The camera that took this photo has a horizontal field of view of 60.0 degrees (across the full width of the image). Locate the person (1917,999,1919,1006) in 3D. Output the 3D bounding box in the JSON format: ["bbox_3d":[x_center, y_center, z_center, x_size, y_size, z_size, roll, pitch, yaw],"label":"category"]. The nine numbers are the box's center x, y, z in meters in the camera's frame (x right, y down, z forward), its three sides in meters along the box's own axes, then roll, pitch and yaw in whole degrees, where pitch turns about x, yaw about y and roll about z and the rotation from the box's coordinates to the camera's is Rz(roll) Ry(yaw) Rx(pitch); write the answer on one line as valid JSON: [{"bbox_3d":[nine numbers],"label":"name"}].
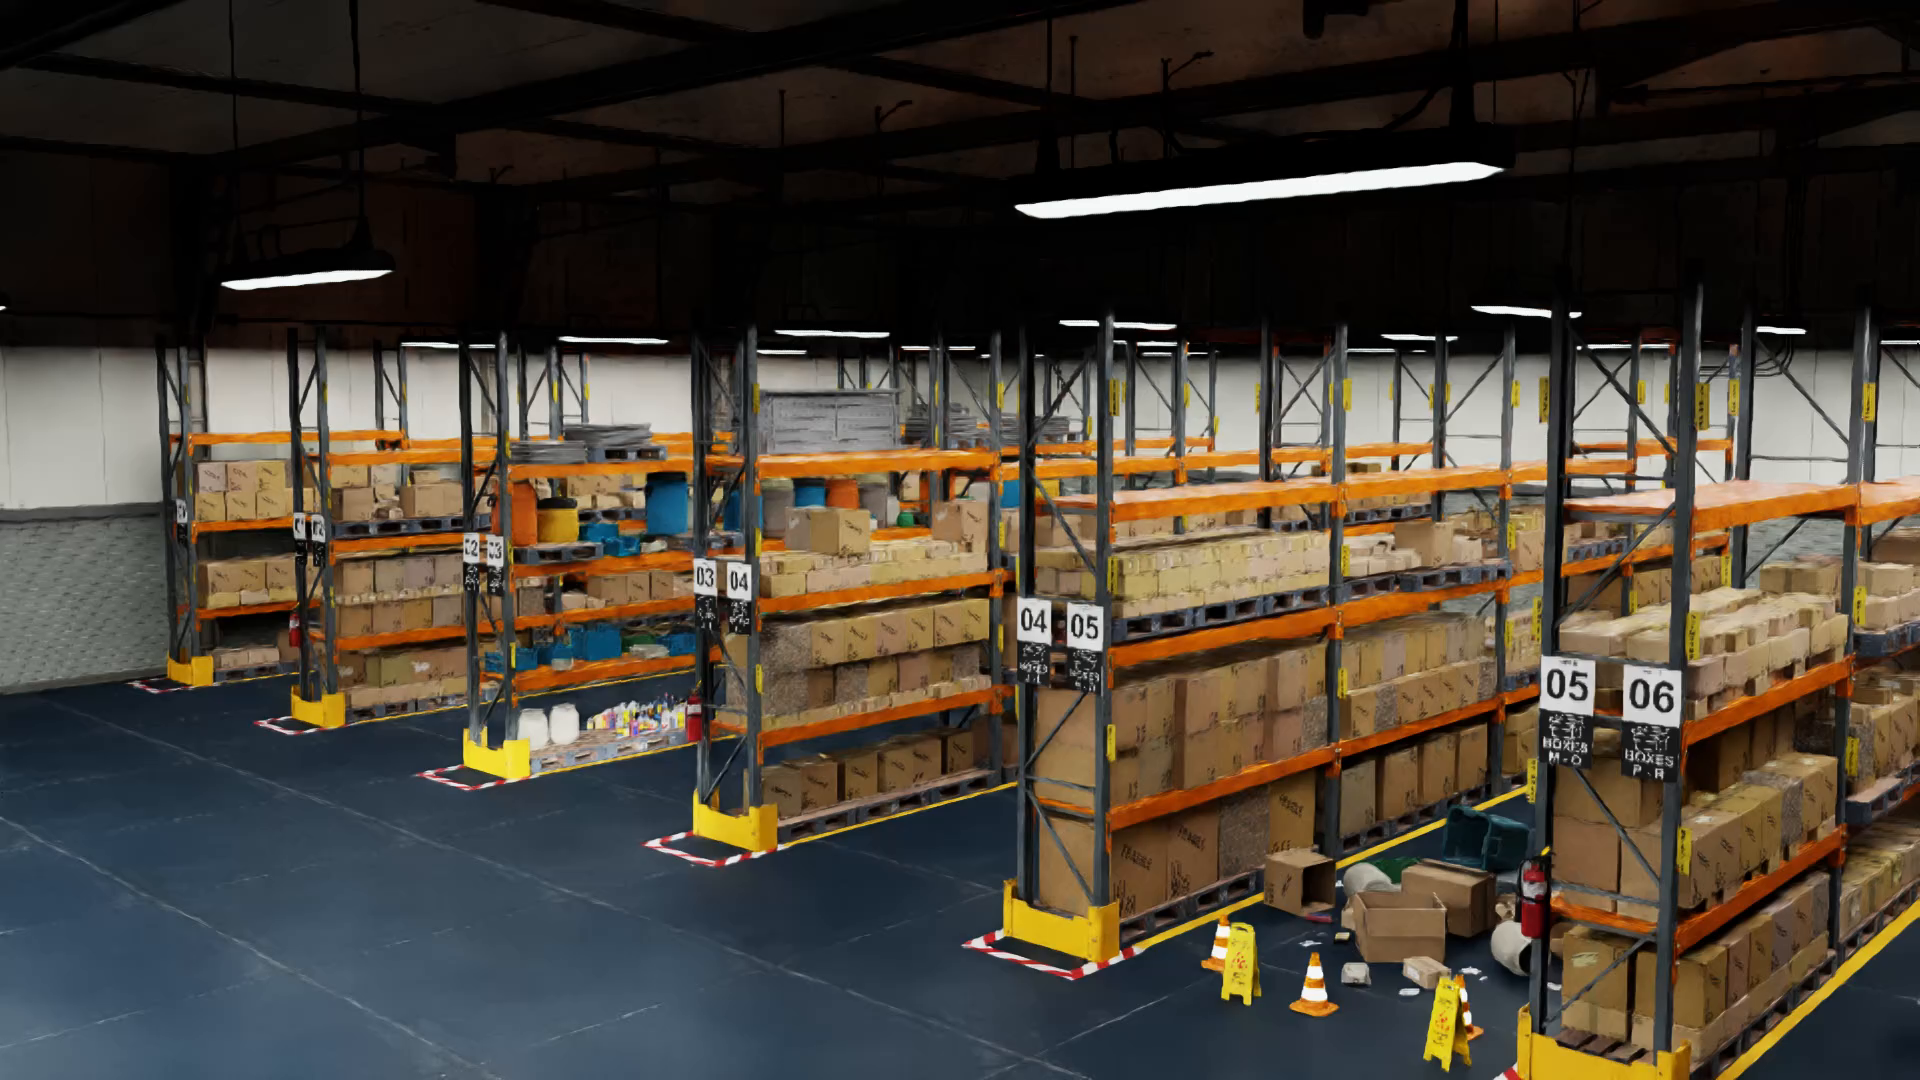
[{"bbox_3d":[7.941,3.083,13.322,0.432,1.670,0.502,2,6,17],"label":"person"}]

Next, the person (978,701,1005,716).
[{"bbox_3d":[0.371,2.040,24.378,1.116,1.645,0.542,-5,8,-45],"label":"person"}]
